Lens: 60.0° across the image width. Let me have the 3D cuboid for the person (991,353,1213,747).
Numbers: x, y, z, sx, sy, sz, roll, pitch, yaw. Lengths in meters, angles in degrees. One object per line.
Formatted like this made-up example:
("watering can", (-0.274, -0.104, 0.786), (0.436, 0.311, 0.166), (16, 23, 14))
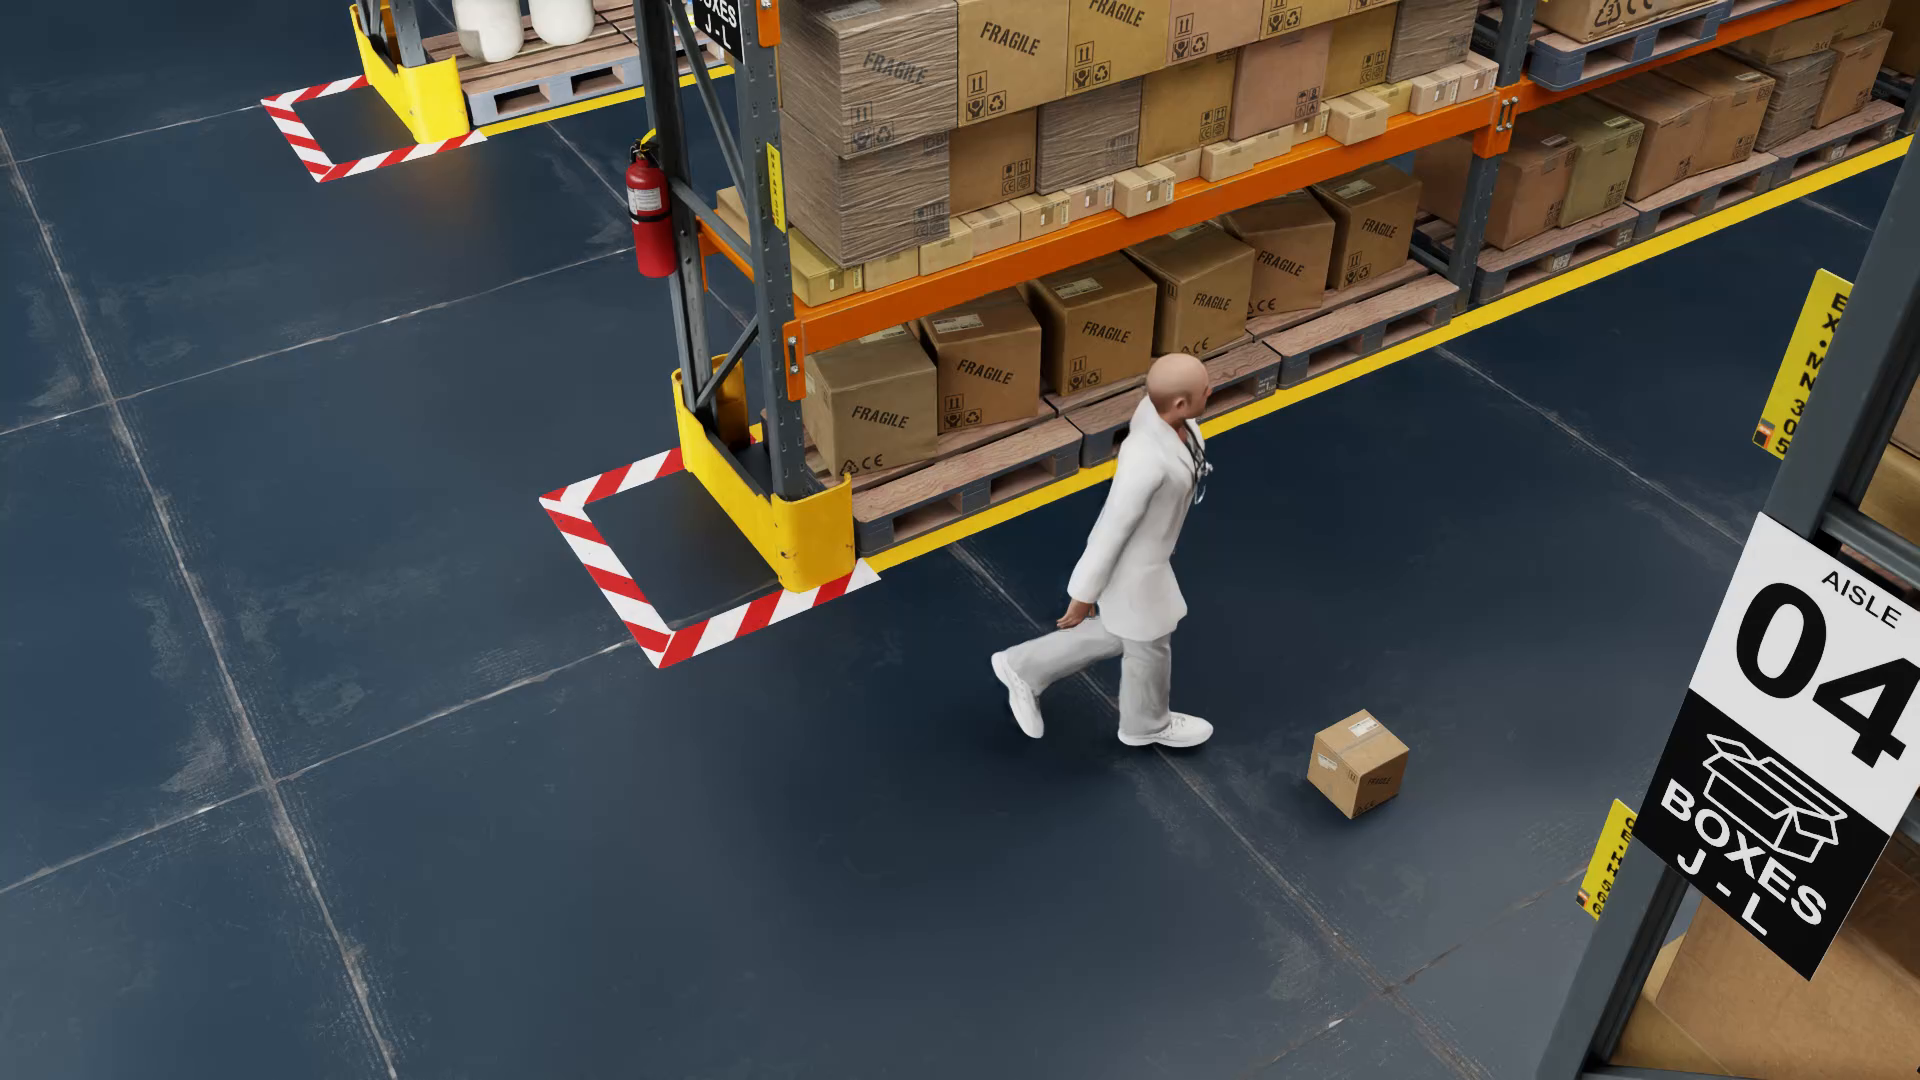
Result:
("person", (0.567, 0.055, 6.112), (0.886, 1.750, 0.655), (7, 41, 8))
